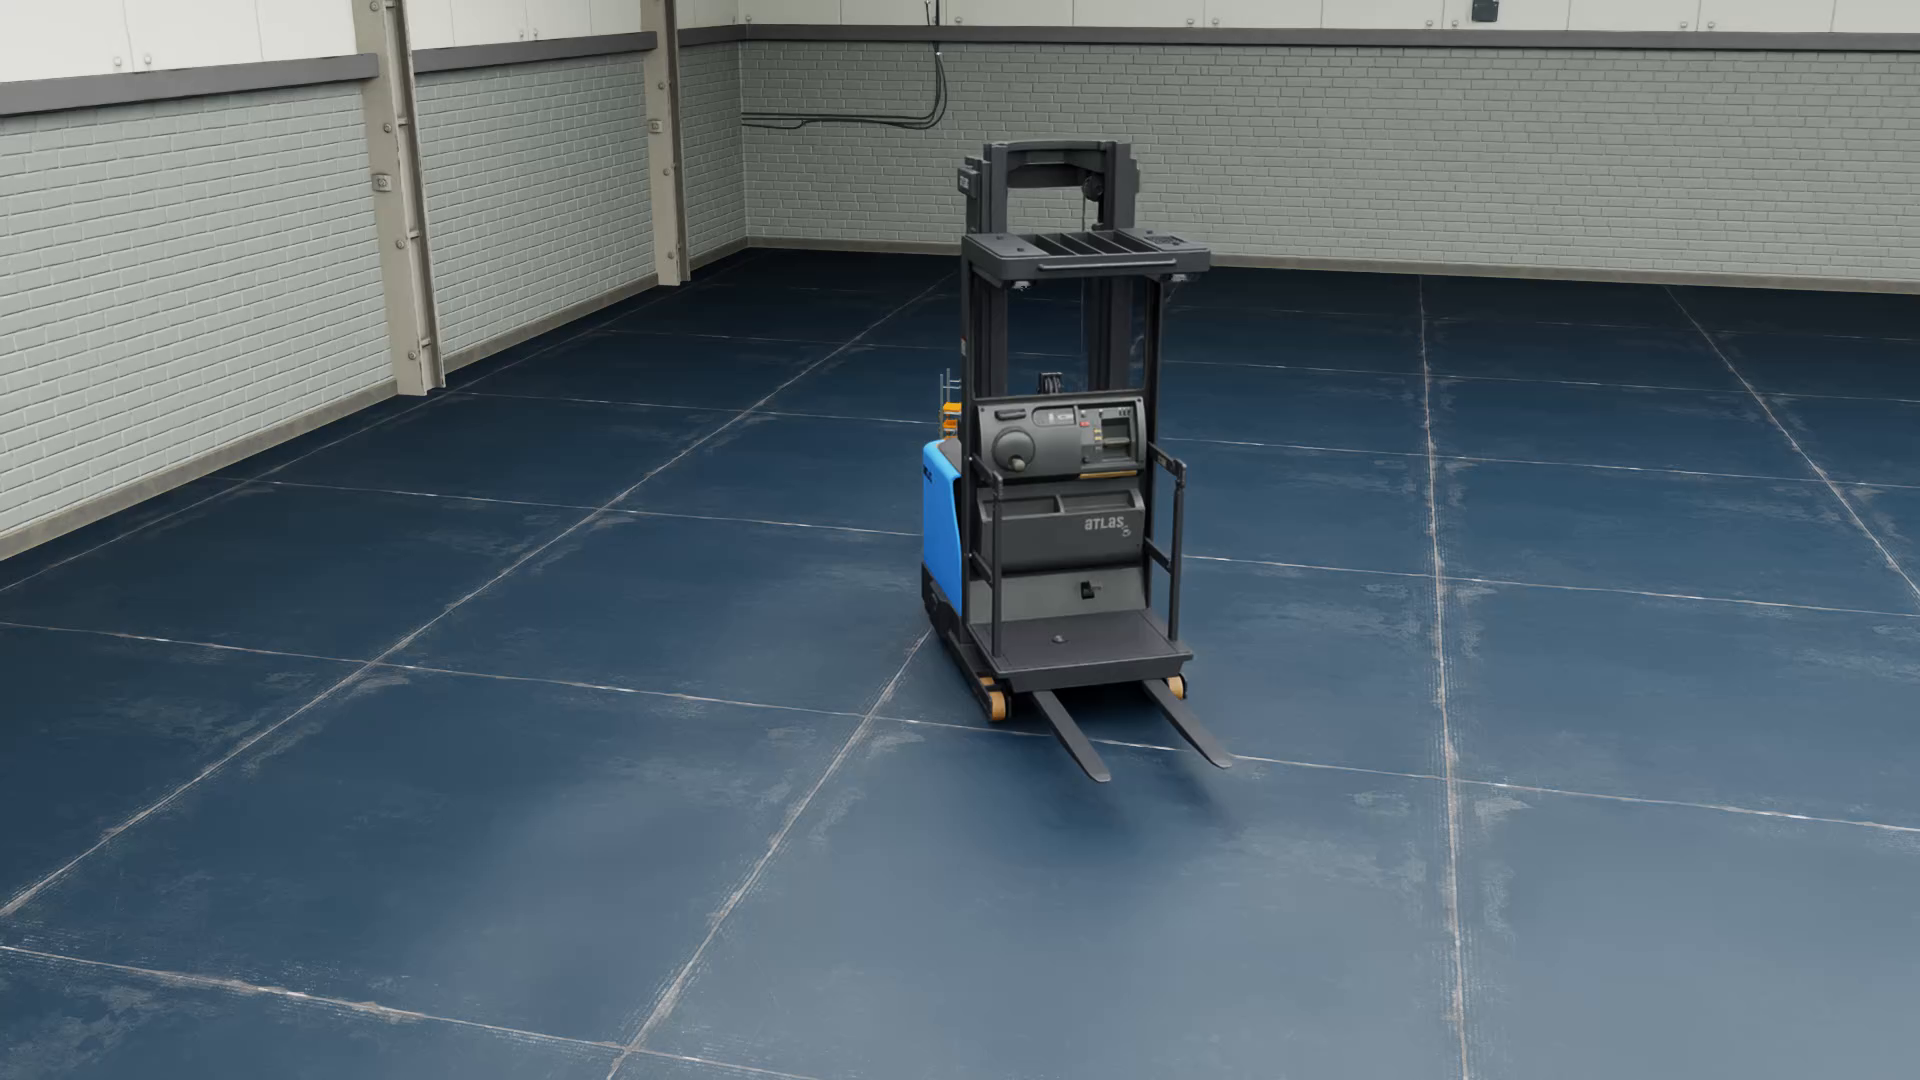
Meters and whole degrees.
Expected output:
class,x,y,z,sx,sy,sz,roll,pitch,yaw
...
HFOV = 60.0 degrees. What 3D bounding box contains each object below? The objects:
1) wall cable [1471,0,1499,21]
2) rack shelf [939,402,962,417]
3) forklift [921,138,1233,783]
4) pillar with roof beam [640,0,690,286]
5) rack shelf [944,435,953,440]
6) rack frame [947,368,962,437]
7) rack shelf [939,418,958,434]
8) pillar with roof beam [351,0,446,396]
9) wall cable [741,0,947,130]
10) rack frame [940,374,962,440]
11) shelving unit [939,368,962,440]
class,x,y,z,sx,sy,sz,roll,pitch,yaw
wall cable,7.519,-9.245,19.572,2.305,6.003,0.169,5,19,13
rack shelf,0.004,-0.871,11.405,0.258,0.103,0.180,5,19,13
forklift,0.607,-0.554,8.775,1.130,2.935,3.031,-5,19,-13
pillar with roof beam,0.489,-7.232,18.938,9.100,9.000,0.400,5,19,13
rack shelf,0.004,-0.644,11.482,0.258,0.103,0.180,5,19,13
rack frame,0.026,-0.601,11.591,0.240,1.200,0.006,5,19,13
rack shelf,0.004,-0.757,11.444,0.258,0.103,0.180,5,19,13
pillar with roof beam,-0.977,-5.351,13.433,9.100,9.000,0.400,5,19,13
wall cable,-1.683,-6.921,22.833,3.097,2.526,0.112,5,19,13
rack frame,-0.019,-0.544,11.423,0.240,1.200,0.006,5,19,13
shelving unit,0.004,-0.572,11.507,0.258,1.200,0.189,5,19,13
